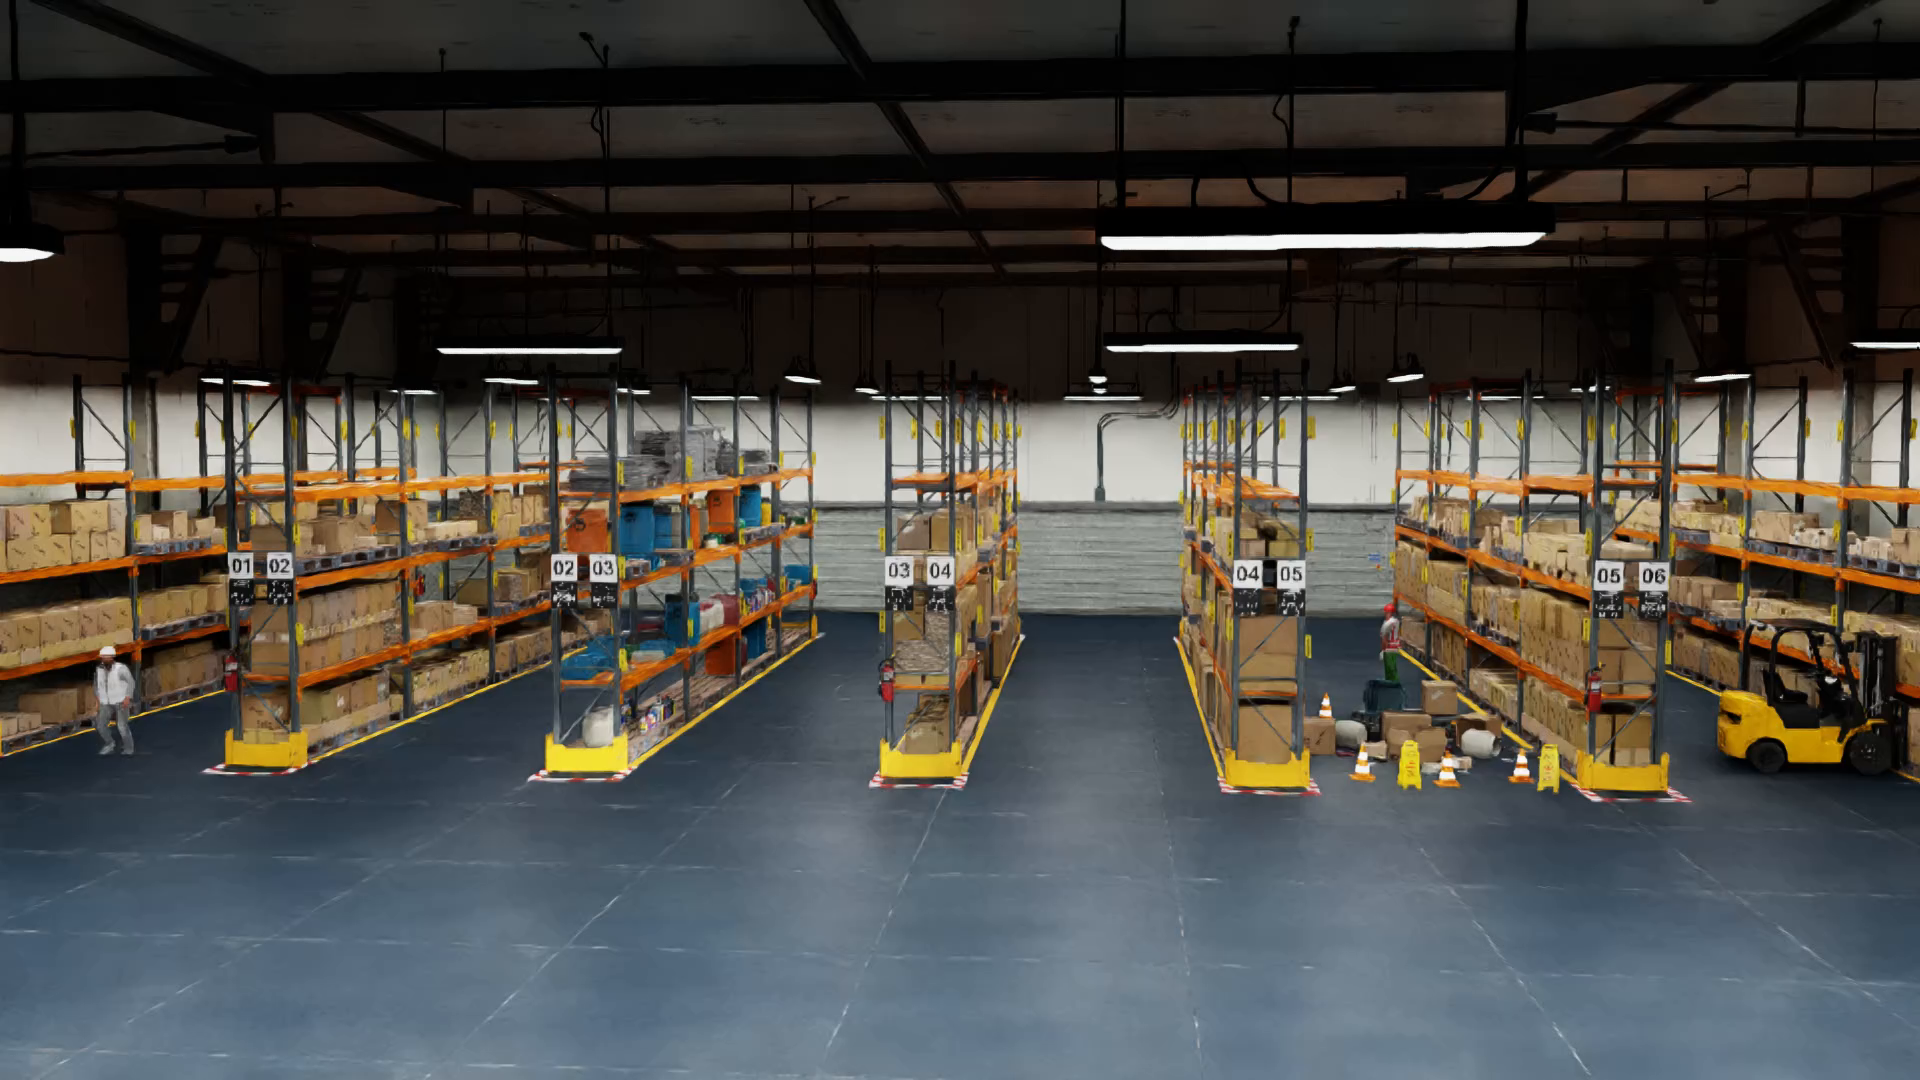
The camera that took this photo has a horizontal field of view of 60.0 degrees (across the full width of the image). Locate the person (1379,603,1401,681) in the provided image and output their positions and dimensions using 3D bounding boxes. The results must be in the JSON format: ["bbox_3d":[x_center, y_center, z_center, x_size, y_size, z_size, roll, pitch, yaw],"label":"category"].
[{"bbox_3d":[7.948,2.061,30.909,0.577,1.785,0.655,2,4,31],"label":"person"}]

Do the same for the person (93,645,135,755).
[{"bbox_3d":[-13.020,2.465,25.575,0.677,1.725,0.569,0,4,4],"label":"person"}]
